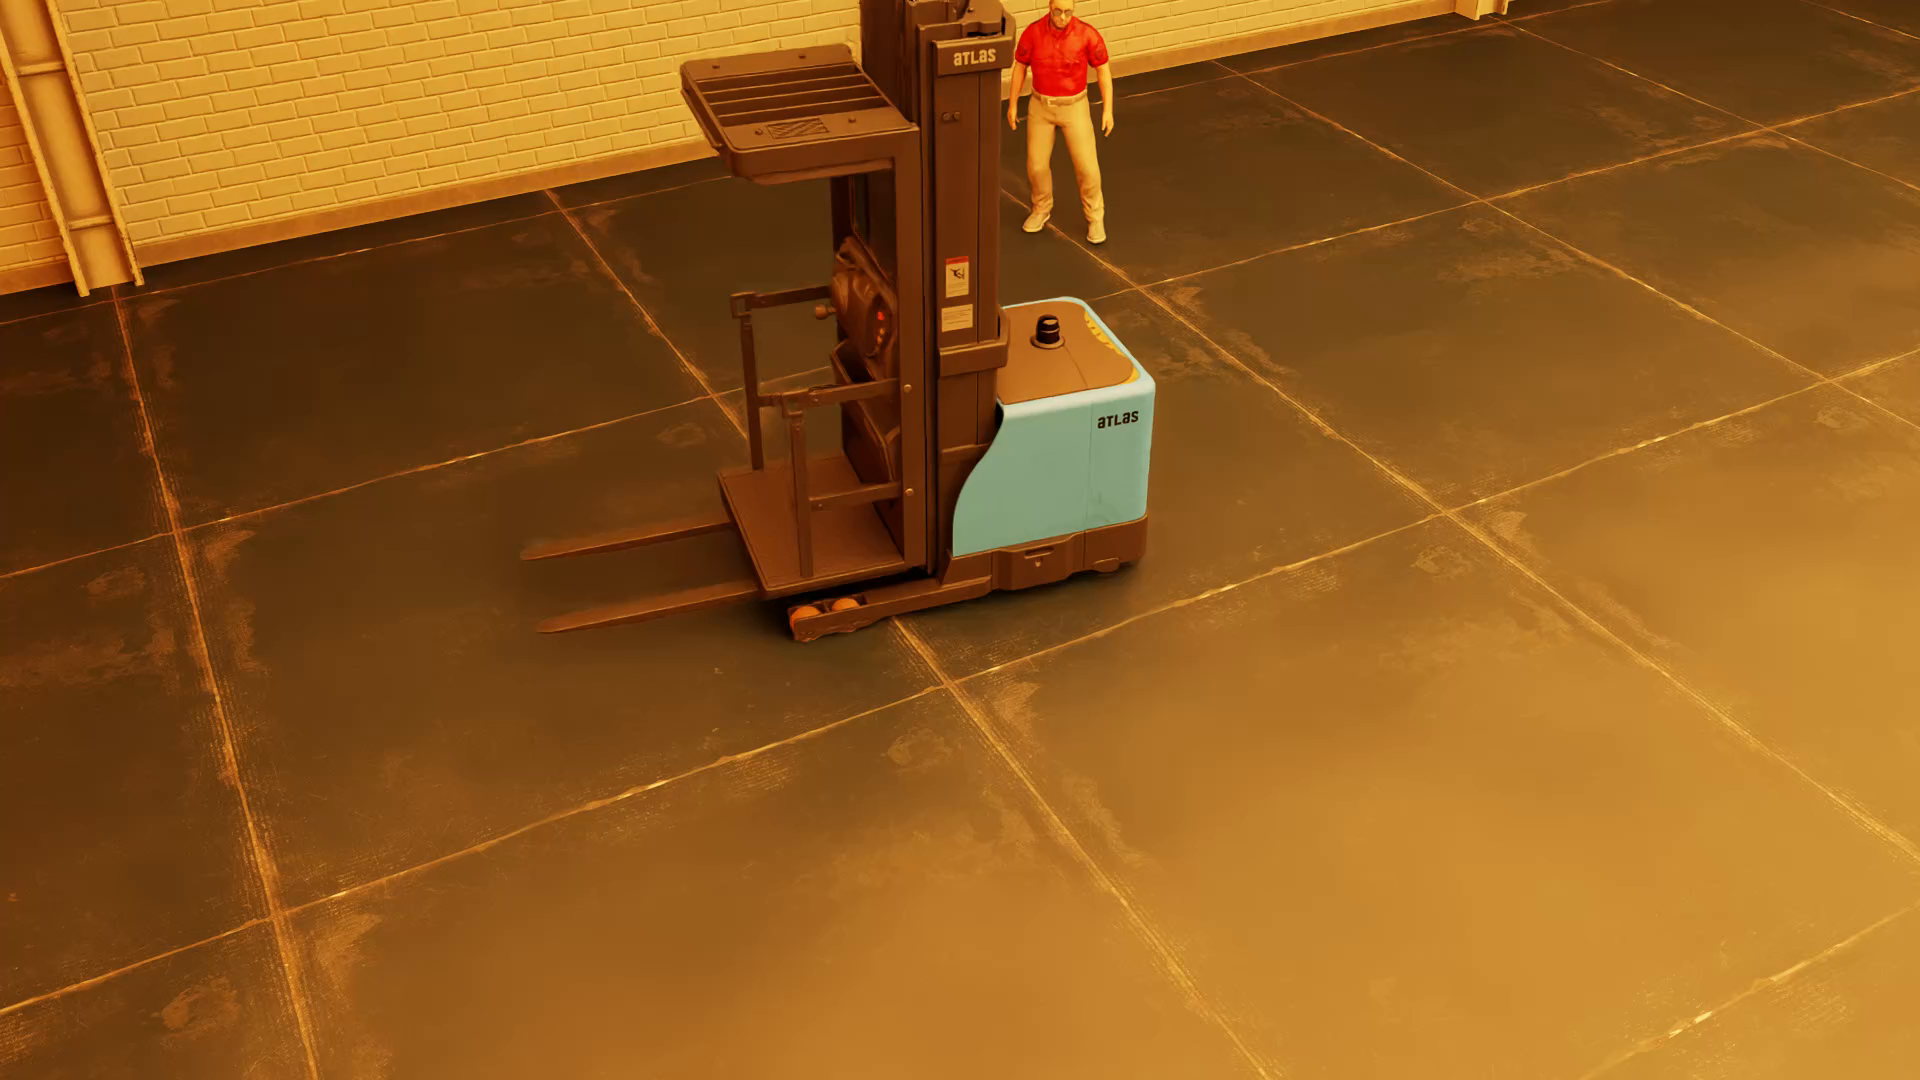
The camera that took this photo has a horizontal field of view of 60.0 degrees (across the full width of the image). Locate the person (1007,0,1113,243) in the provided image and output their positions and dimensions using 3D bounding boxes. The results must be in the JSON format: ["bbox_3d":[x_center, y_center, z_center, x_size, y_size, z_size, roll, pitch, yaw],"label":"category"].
[{"bbox_3d":[0.679,-2.901,11.285,0.740,1.710,0.425,7,36,9],"label":"person"}]

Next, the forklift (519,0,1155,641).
[{"bbox_3d":[-0.630,-1.055,7.615,3.031,2.935,1.130,-11,37,-15],"label":"forklift"}]
